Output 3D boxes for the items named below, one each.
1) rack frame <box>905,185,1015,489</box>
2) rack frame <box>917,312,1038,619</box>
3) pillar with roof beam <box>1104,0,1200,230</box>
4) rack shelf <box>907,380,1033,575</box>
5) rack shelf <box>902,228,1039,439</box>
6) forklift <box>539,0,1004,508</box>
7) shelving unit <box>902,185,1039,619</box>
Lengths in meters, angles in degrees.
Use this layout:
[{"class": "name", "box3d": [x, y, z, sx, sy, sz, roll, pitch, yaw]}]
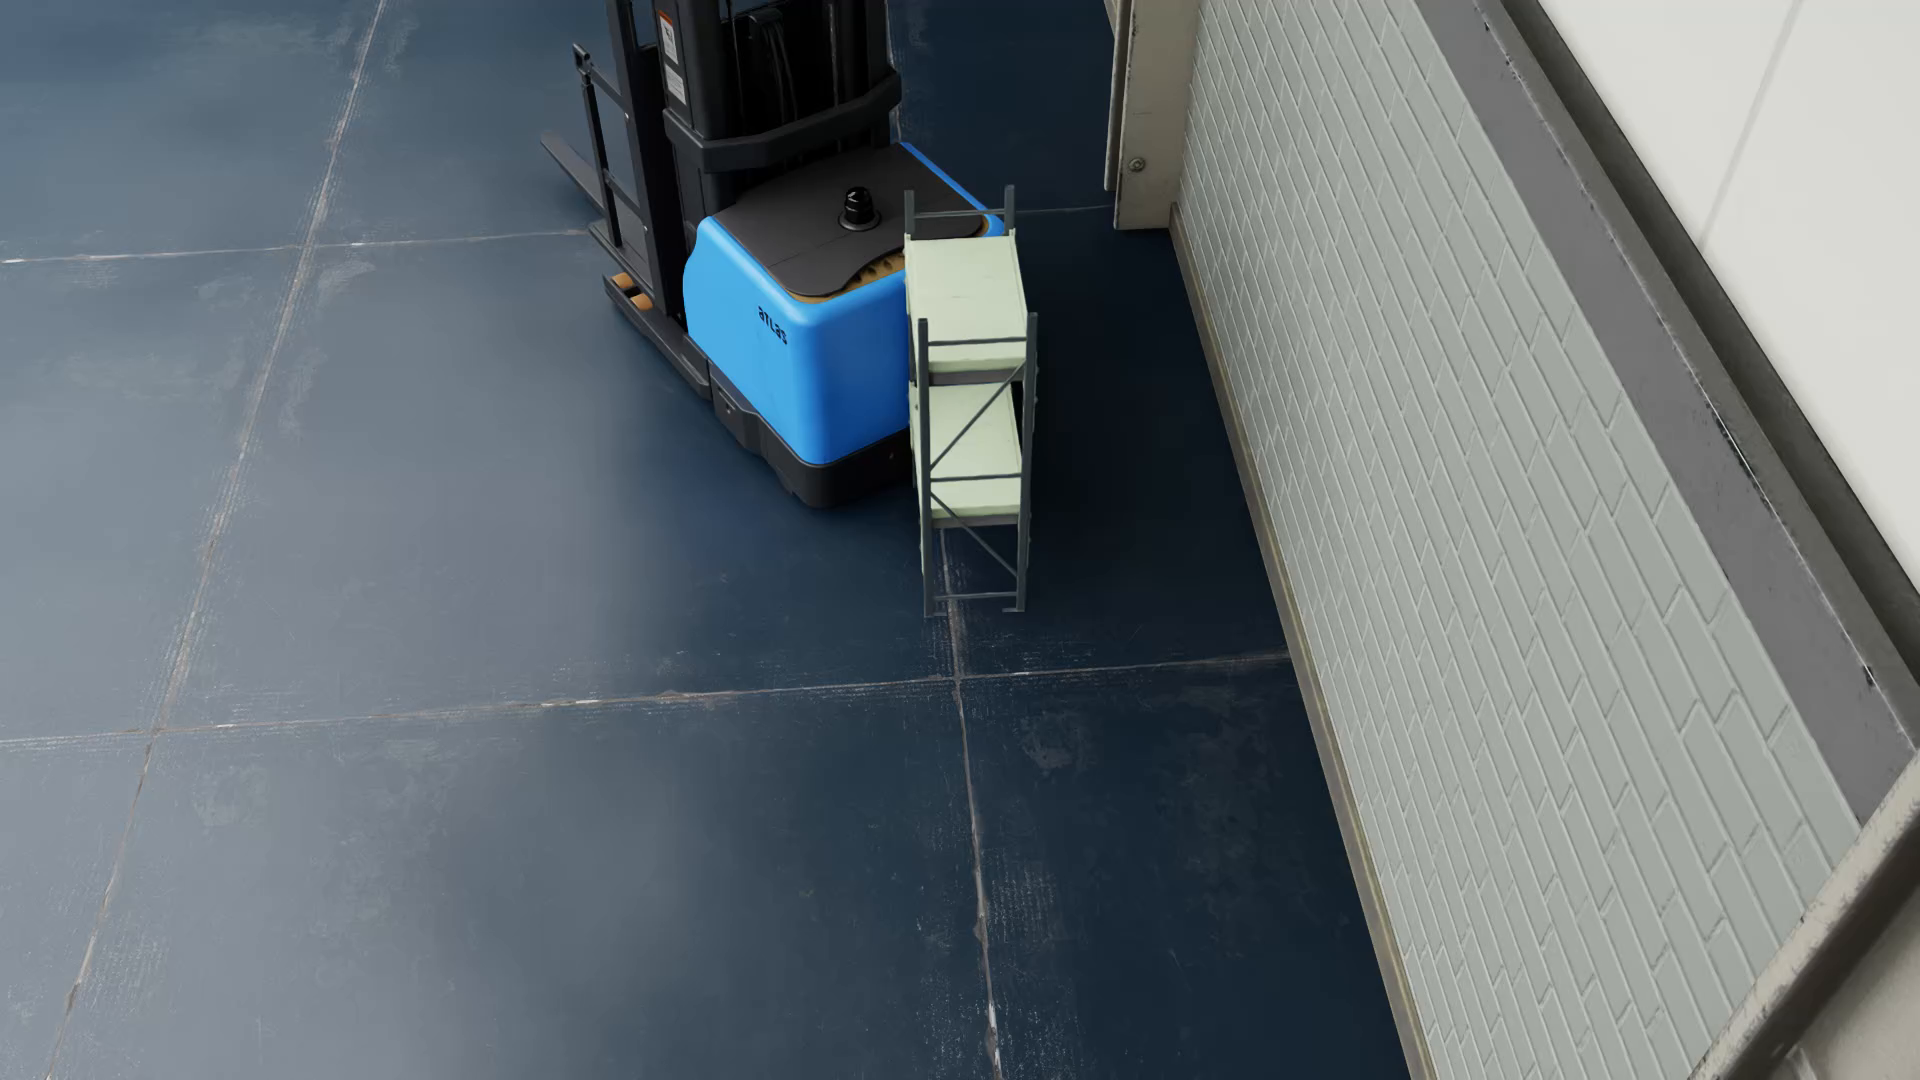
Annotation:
[{"class": "rack frame", "box3d": [-0.001, -0.754, 6.567, 0.400, 1.500, 0.023, -3, 47, -3]}, {"class": "rack frame", "box3d": [0.059, -0.224, 6.066, 0.400, 1.500, 0.023, -3, 47, -3]}, {"class": "pillar with roof beam", "box3d": [-3.372, -4.545, 4.993, 9.100, 9.000, 0.400, -3, 47, -3]}, {"class": "rack shelf", "box3d": [0.029, -0.265, 6.553, 0.431, 0.370, 0.720, -3, 47, -3]}, {"class": "rack shelf", "box3d": [0.029, -0.757, 6.033, 0.431, 0.370, 0.720, -3, 47, -3]}, {"class": "forklift", "box3d": [-1.032, -2.179, 6.931, 1.130, 2.935, 3.031, -27, 52, -23]}, {"class": "shelving unit", "box3d": [0.029, -0.489, 6.316, 0.431, 1.500, 0.755, -3, 47, -3]}]
